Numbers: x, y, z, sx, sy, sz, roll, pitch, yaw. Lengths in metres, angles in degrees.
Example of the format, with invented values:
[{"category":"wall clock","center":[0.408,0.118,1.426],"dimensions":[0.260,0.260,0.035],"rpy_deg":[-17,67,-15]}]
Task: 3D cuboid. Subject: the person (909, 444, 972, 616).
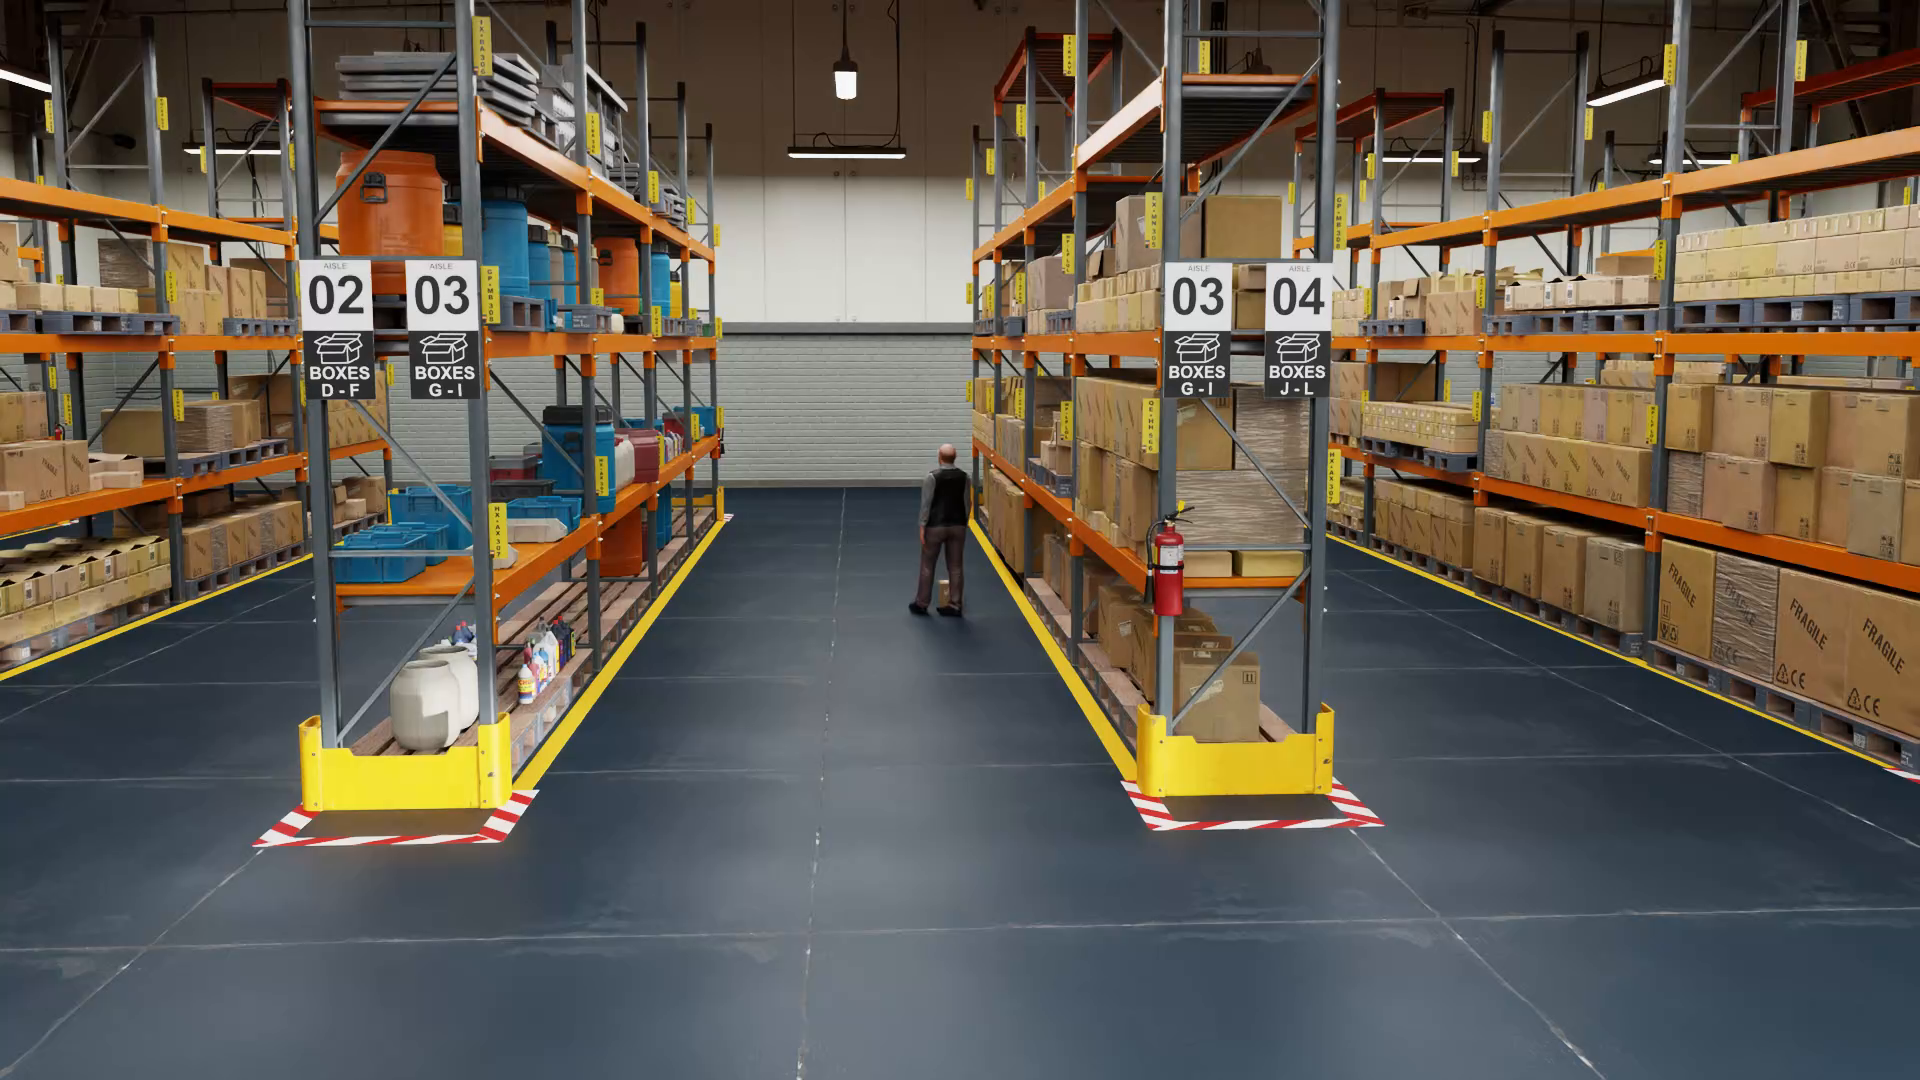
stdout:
[{"category":"person","center":[-0.204,-0.117,16.780],"dimensions":[0.564,1.723,0.605],"rpy_deg":[-3,7,-22]}]
